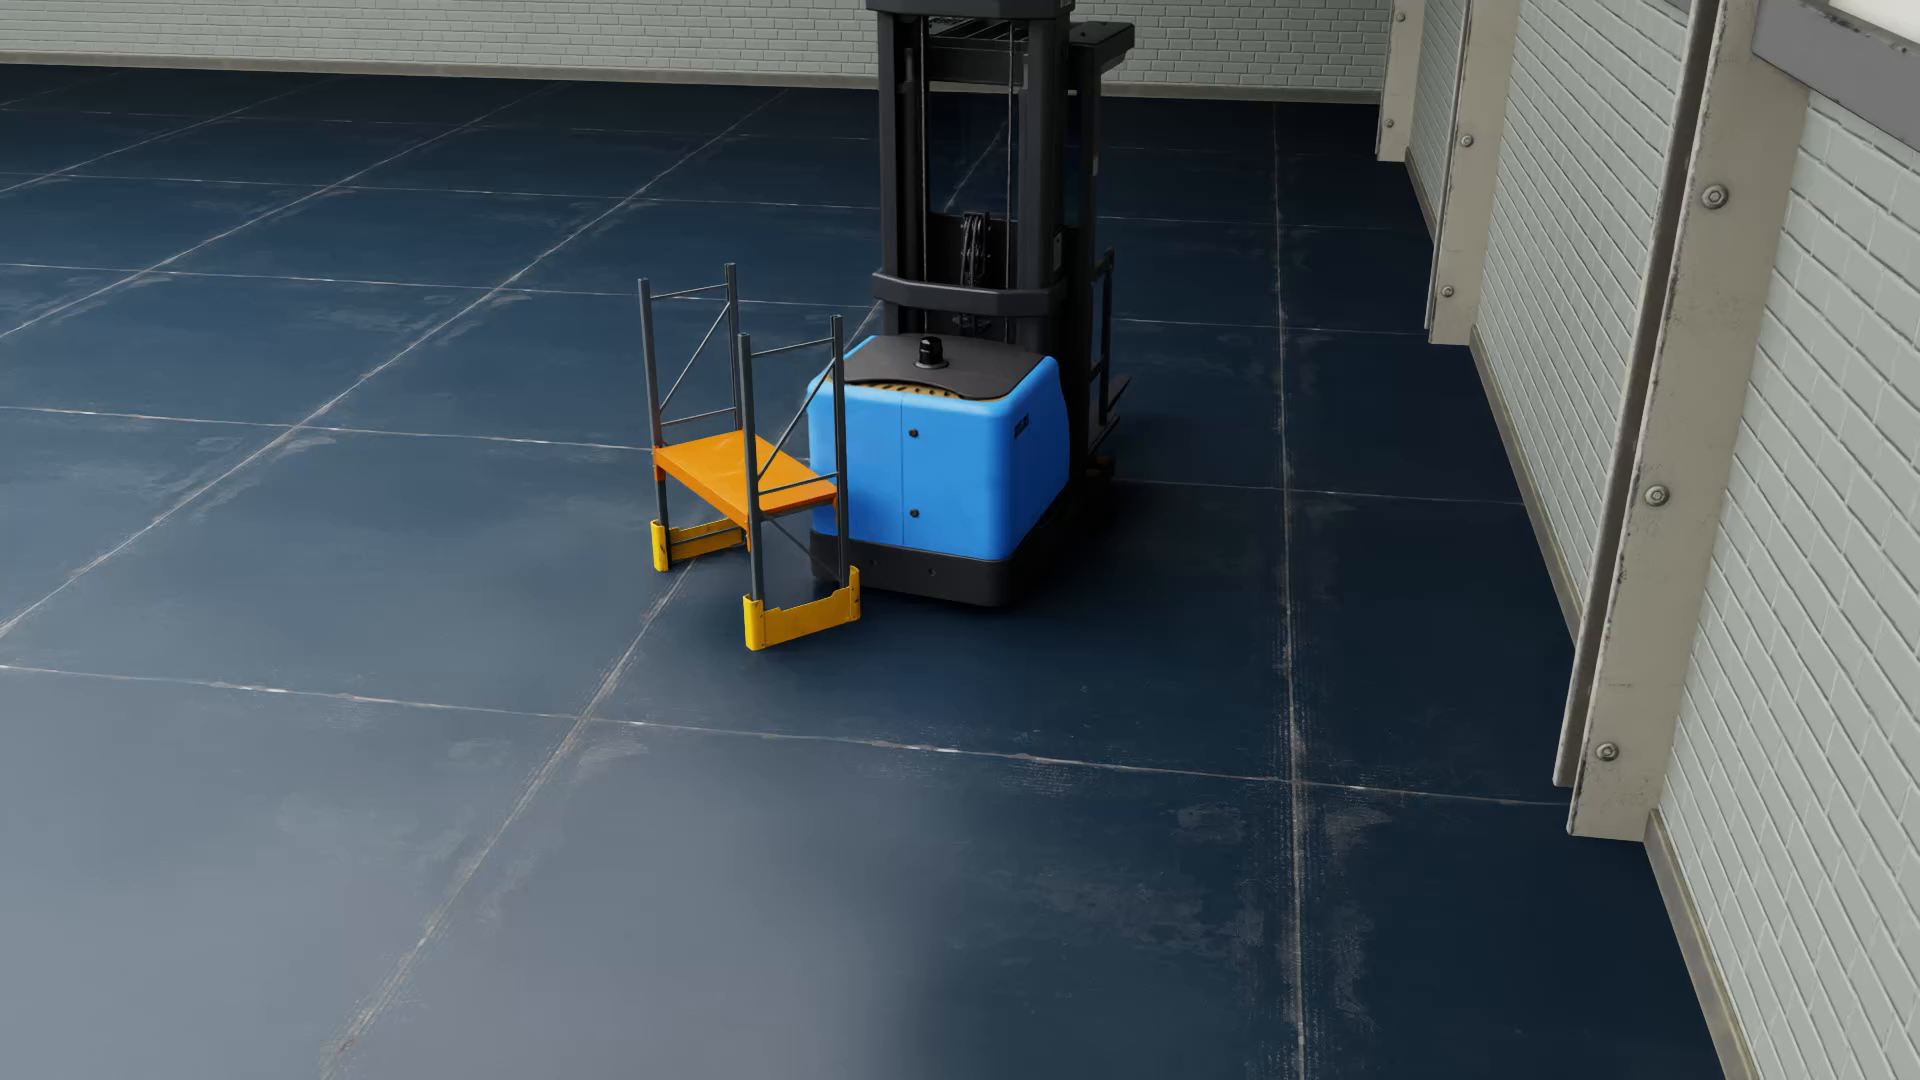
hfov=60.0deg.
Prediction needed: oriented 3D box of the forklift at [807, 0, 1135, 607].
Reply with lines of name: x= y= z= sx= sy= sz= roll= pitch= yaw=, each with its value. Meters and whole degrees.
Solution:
forklift: x=0.241 y=-1.610 z=8.733 sx=1.130 sy=2.935 sz=3.031 roll=9 pitch=26 yaw=18

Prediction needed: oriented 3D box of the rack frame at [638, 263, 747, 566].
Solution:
rack frame: x=-1.305 y=-0.606 z=8.276 sx=0.500 sy=1.500 sz=0.032 roll=-16 pitch=30 yaw=-31

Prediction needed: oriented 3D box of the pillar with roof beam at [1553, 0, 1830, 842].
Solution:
pillar with roof beam: x=-1.740 y=-3.321 z=5.230 sx=9.100 sy=9.000 sz=0.400 roll=4 pitch=25 yaw=9

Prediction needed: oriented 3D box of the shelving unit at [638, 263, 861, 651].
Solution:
shelving unit: x=-1.014 y=-0.425 z=7.889 sx=0.587 sy=1.500 sz=1.083 roll=-16 pitch=30 yaw=-31

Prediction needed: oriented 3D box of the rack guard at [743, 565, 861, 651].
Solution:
rack guard: x=-0.733 y=0.315 z=7.782 sx=0.587 sy=0.250 sz=0.087 roll=-16 pitch=30 yaw=-31

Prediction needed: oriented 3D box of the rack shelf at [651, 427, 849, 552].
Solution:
rack shelf: x=-1.019 y=-0.265 z=7.972 sx=0.538 sy=0.185 sz=1.000 roll=-16 pitch=30 yaw=-31

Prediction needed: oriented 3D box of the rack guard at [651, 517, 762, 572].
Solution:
rack guard: x=-1.294 y=-0.034 z=8.527 sx=0.587 sy=0.250 sz=0.087 roll=-16 pitch=30 yaw=-31

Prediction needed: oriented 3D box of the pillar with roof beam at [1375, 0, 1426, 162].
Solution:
pillar with roof beam: x=0.221 y=-8.340 z=15.952 sx=9.100 sy=9.000 sz=0.400 roll=4 pitch=25 yaw=9

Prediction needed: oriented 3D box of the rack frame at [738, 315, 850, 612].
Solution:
rack frame: x=-0.732 y=-0.250 z=7.516 sx=0.500 sy=1.500 sz=0.032 roll=-16 pitch=30 yaw=-31

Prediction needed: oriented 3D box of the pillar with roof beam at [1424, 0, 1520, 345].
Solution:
pillar with roof beam: x=-0.759 y=-5.830 z=10.591 sx=9.100 sy=9.000 sz=0.400 roll=4 pitch=25 yaw=9
